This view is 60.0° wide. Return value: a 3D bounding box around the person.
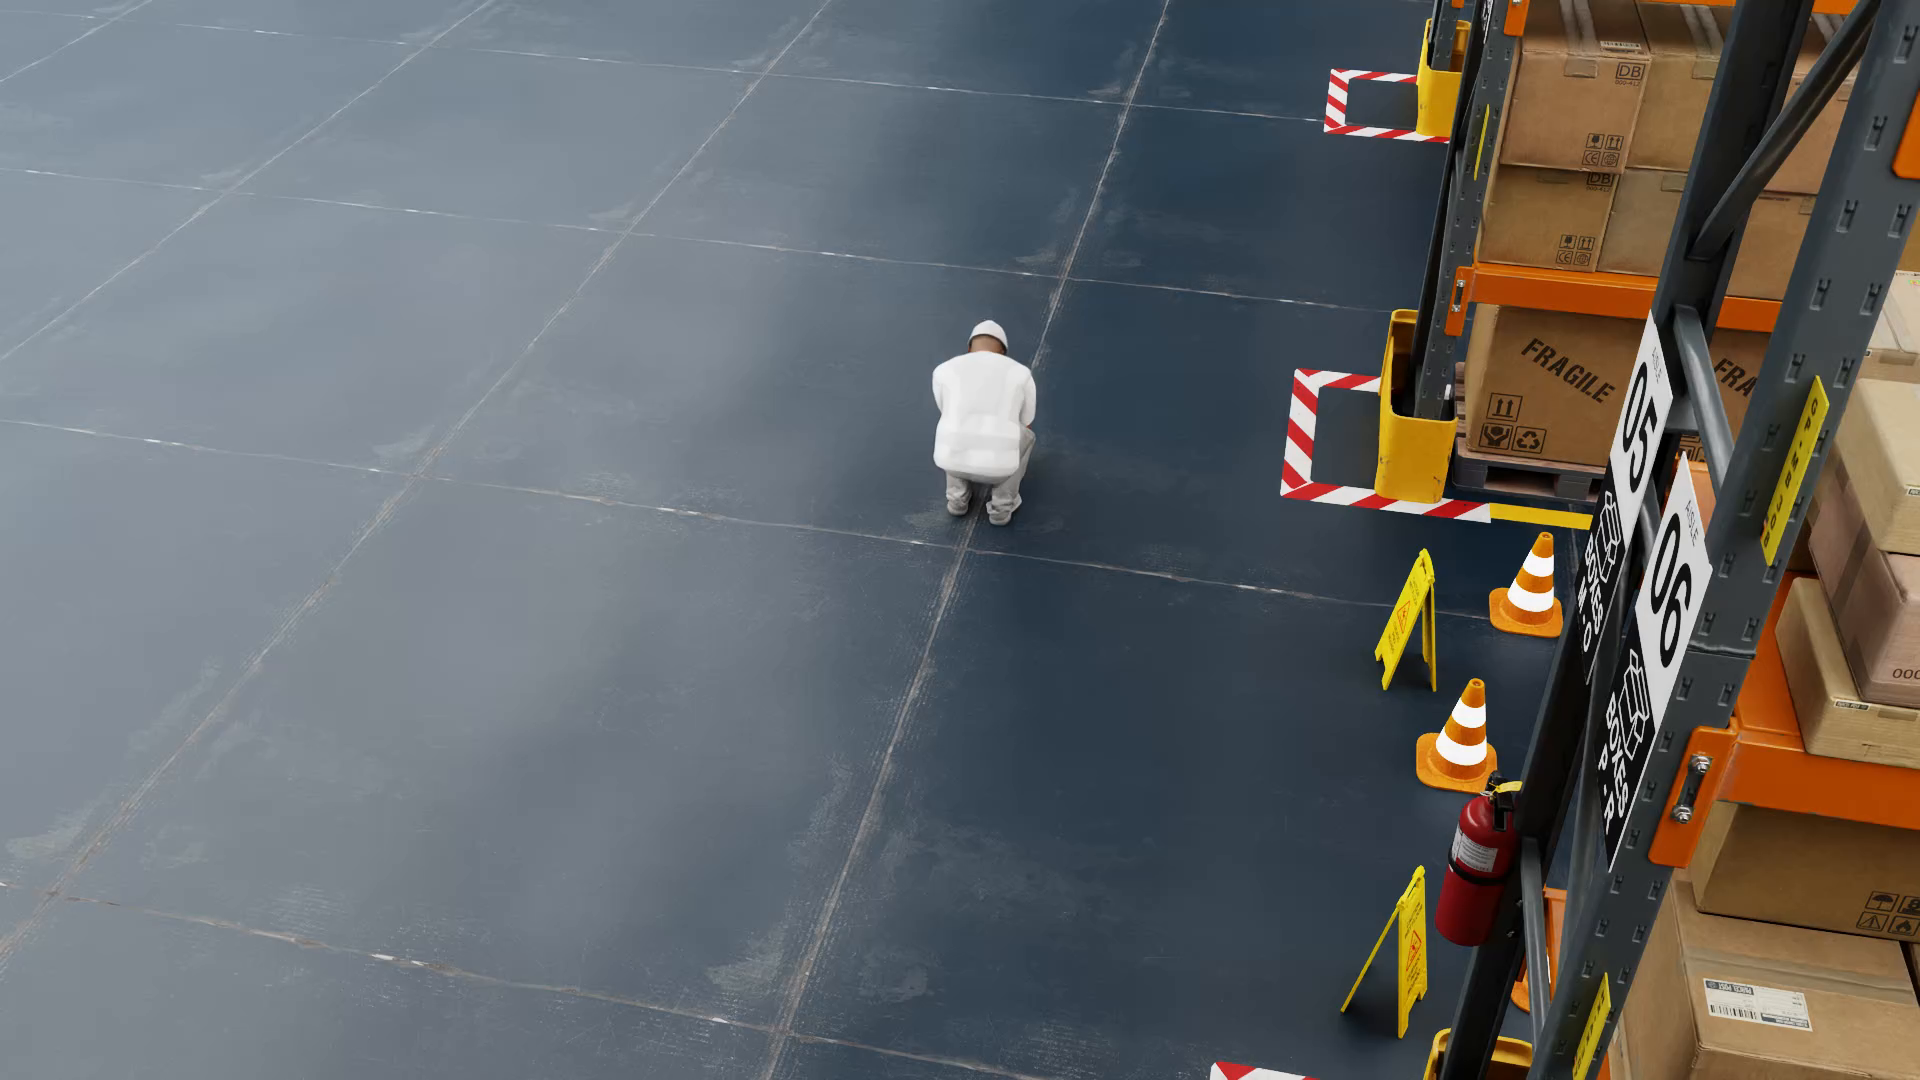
[{"bbox_3d":[0.106,-0.553,8.581,0.546,0.898,0.928,7,37,9],"label":"person"}]
